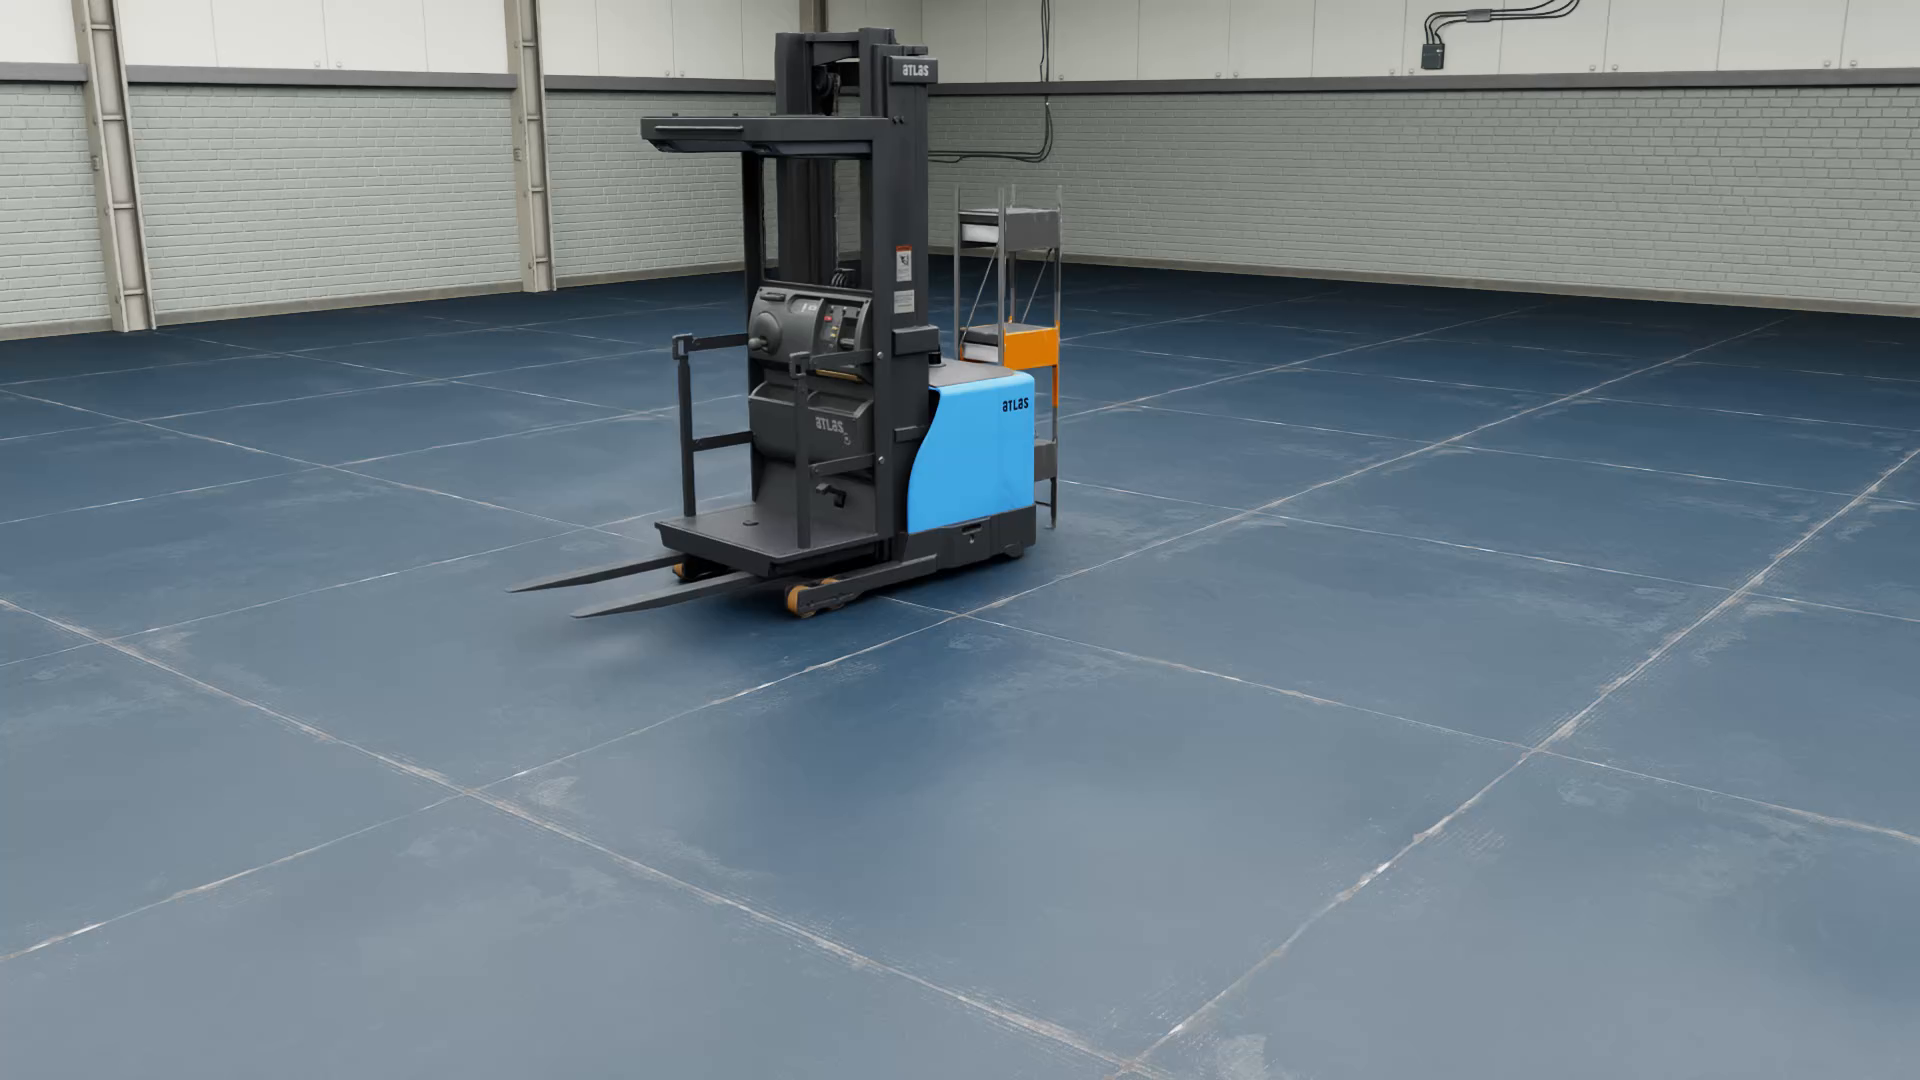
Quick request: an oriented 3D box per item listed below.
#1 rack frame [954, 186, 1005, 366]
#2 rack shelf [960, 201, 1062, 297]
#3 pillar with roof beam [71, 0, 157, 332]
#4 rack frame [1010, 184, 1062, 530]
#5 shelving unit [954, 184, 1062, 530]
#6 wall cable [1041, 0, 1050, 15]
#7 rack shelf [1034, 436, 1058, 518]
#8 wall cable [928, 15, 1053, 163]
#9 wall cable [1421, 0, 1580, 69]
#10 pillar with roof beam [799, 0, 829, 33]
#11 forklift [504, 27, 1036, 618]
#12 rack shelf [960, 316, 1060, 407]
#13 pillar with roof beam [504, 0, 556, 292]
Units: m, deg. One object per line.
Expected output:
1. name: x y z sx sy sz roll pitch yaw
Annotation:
1. rack frame: 0.112 -1.033 9.924 0.015 2.100 0.400 -14 20 -43
2. rack shelf: 0.285 -1.740 9.922 0.480 0.518 0.431 -14 20 -43
3. pillar with roof beam: -6.671 -6.251 16.453 9.100 9.000 0.400 11 18 38
4. rack frame: 0.458 -1.117 10.257 0.015 2.100 0.400 -14 20 -43
5. shelving unit: 0.285 -1.075 10.091 0.503 2.100 0.431 -14 20 -43
6. wall cable: 2.507 -10.099 27.649 3.097 2.526 0.112 11 18 38
7. rack shelf: 0.285 -0.384 10.267 0.480 0.518 0.431 -14 20 -43
8. wall cable: 0.403 -8.070 29.919 3.097 2.526 0.112 11 18 38
9. wall cable: 7.777 -9.751 23.323 2.305 6.003 0.169 11 18 38
10. pillar with roof beam: 0.871 -8.549 25.499 9.100 9.000 0.400 11 18 38
11. forklift: -0.956 -1.164 8.751 3.031 2.935 1.130 -14 20 -43
12. rack shelf: 0.285 -1.062 10.094 0.480 0.518 0.431 -14 20 -43
13. pillar with roof beam: -2.900 -7.400 20.976 9.100 9.000 0.400 11 18 38
